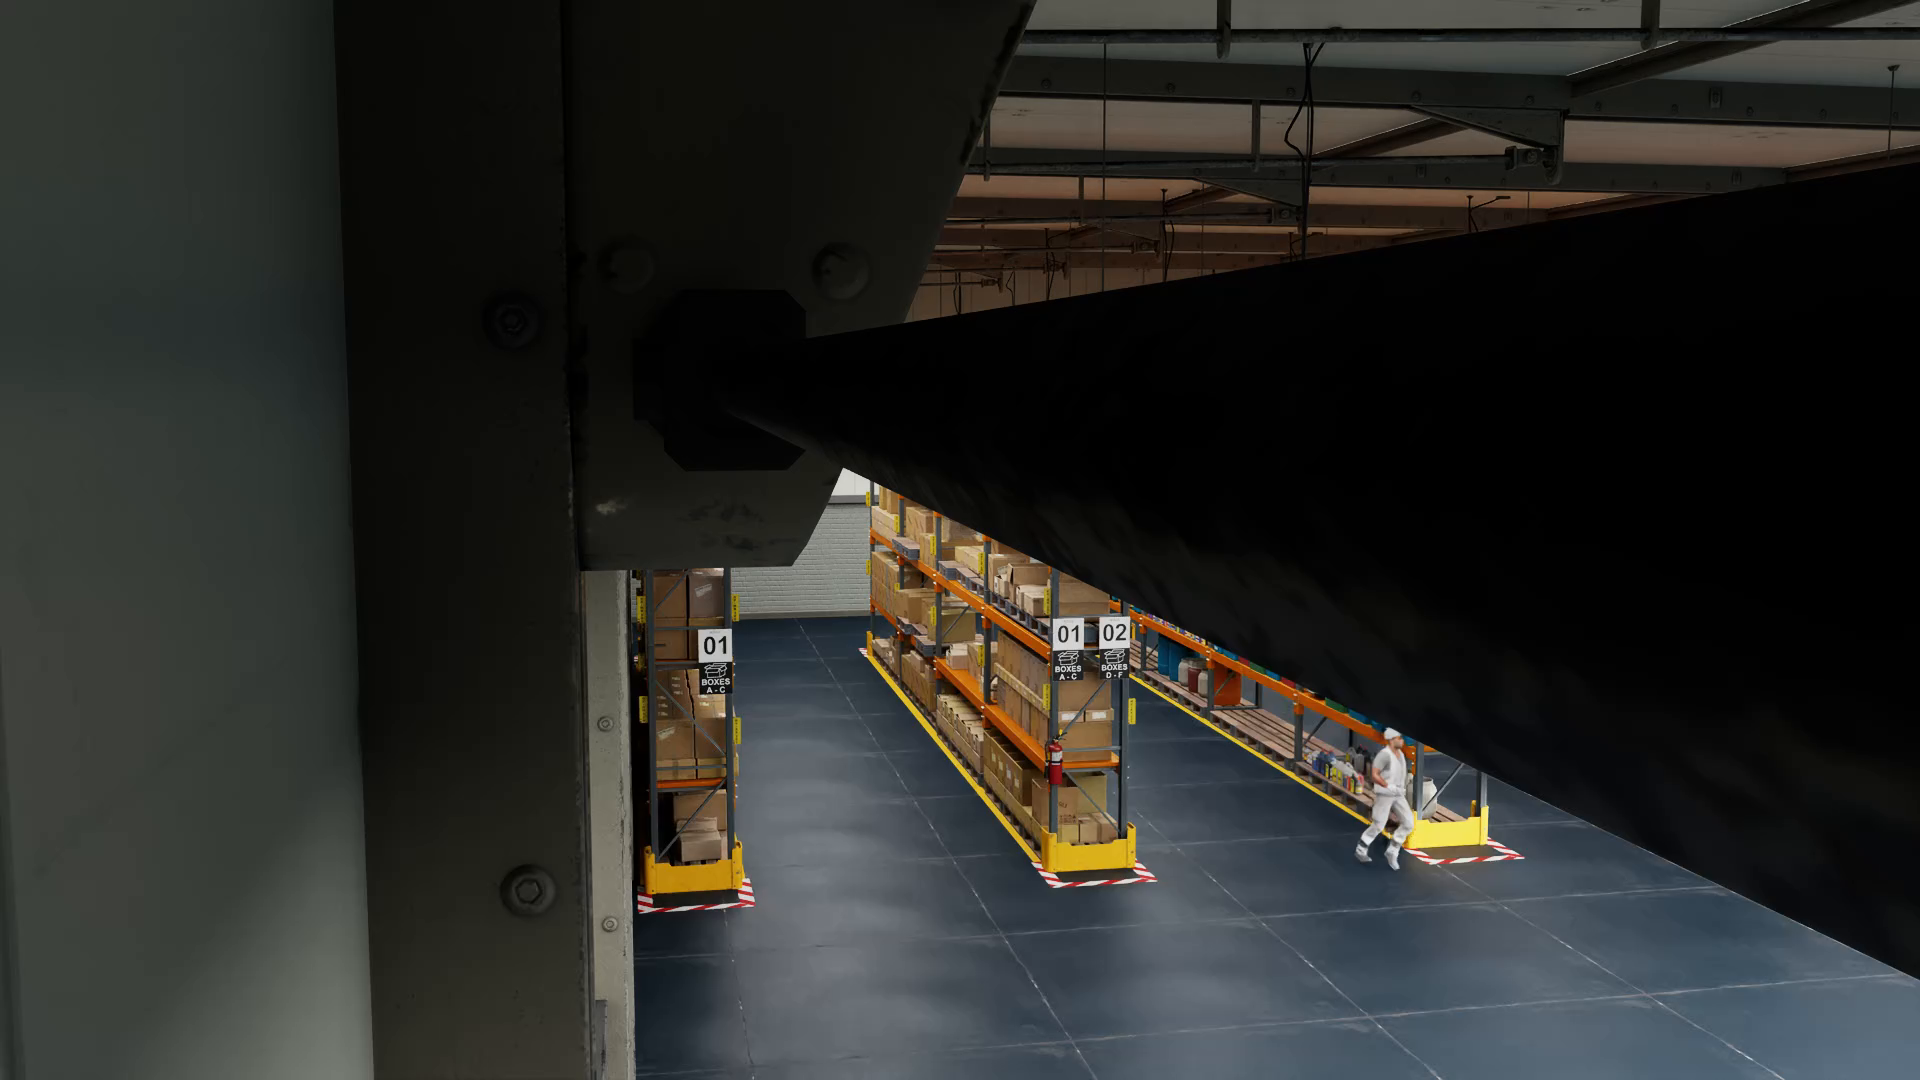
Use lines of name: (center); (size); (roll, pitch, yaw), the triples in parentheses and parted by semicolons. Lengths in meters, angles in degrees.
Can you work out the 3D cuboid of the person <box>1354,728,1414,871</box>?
person: (5.467, 3.261, 21.120); (0.717, 1.783, 0.676); (-5, 8, -39)
